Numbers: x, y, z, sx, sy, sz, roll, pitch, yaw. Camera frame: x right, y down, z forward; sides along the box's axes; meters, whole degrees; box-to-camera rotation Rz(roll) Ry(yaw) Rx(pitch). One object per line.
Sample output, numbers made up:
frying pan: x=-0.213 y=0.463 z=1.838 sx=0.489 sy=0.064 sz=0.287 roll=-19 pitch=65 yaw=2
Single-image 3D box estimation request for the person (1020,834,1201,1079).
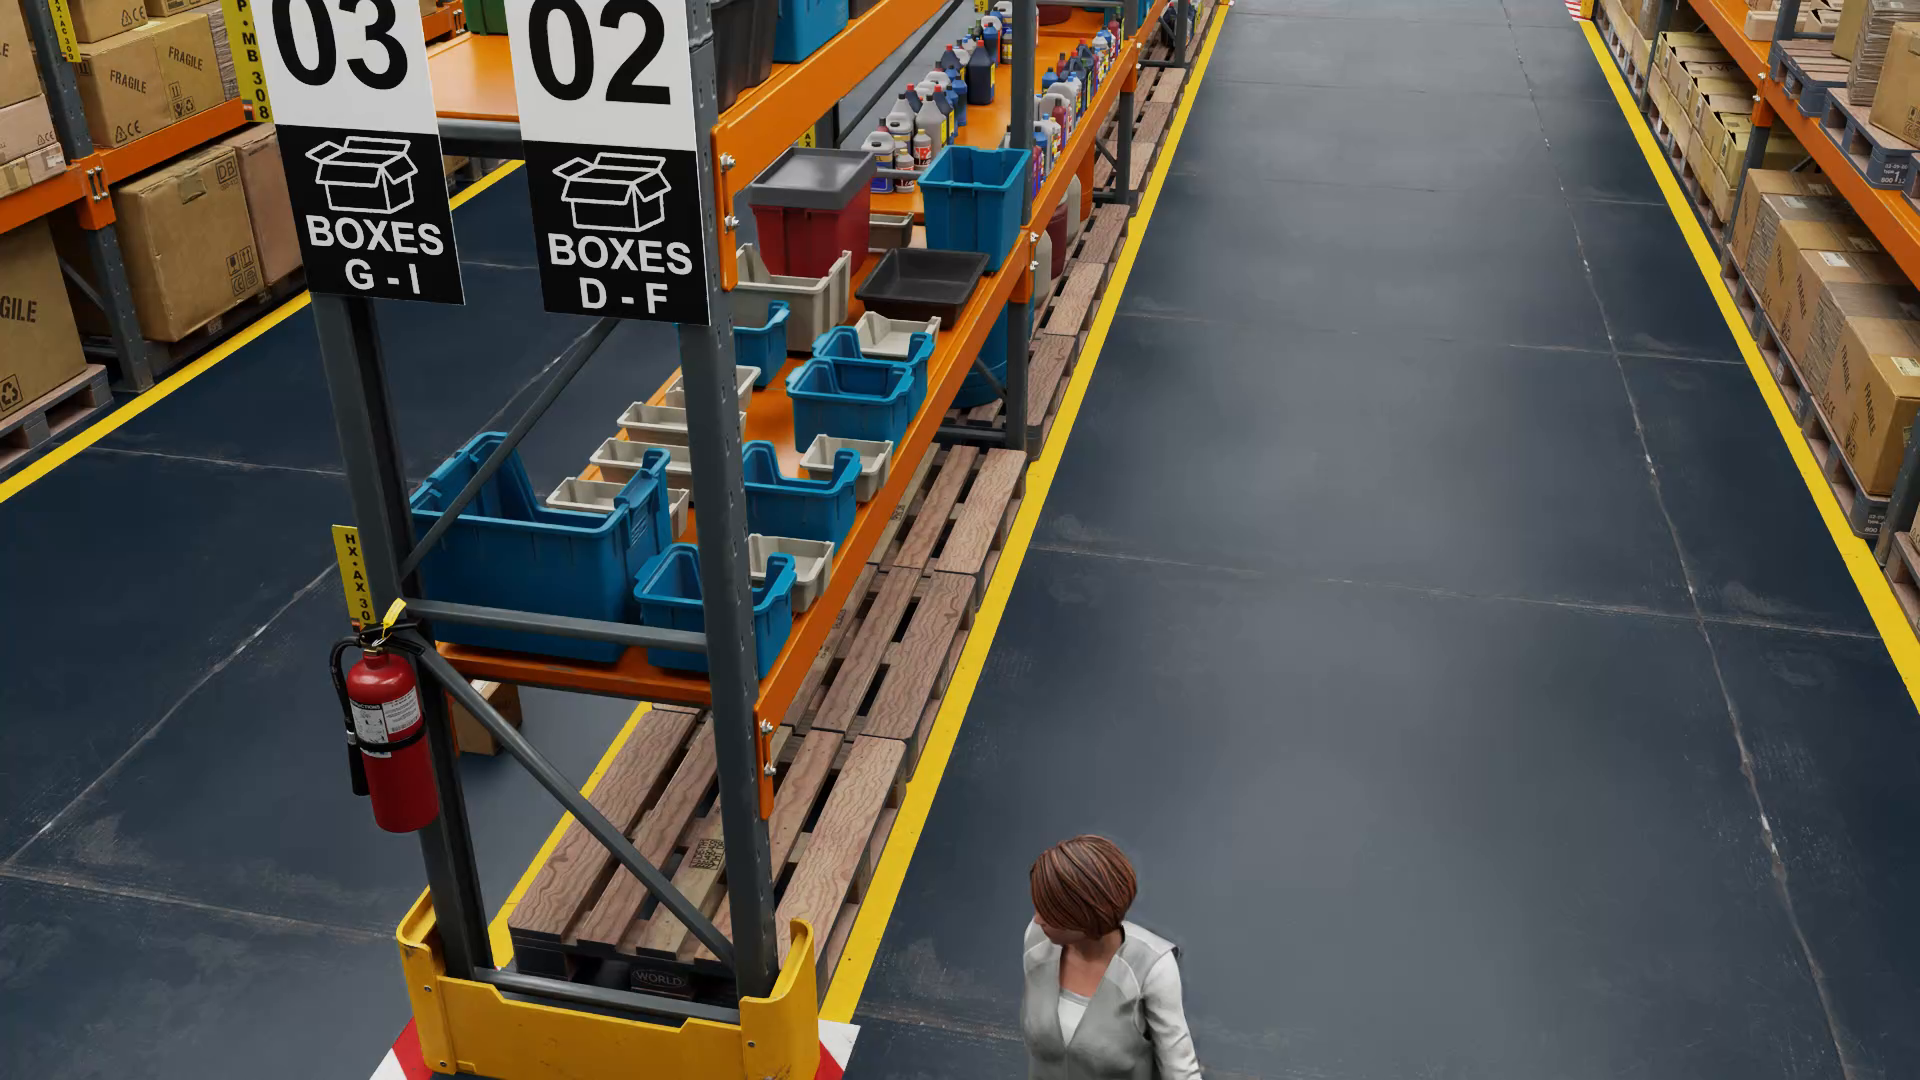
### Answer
person: x=0.351 y=1.312 z=3.778 sx=0.479 sy=1.549 sz=0.806 roll=13 pitch=32 yaw=21
